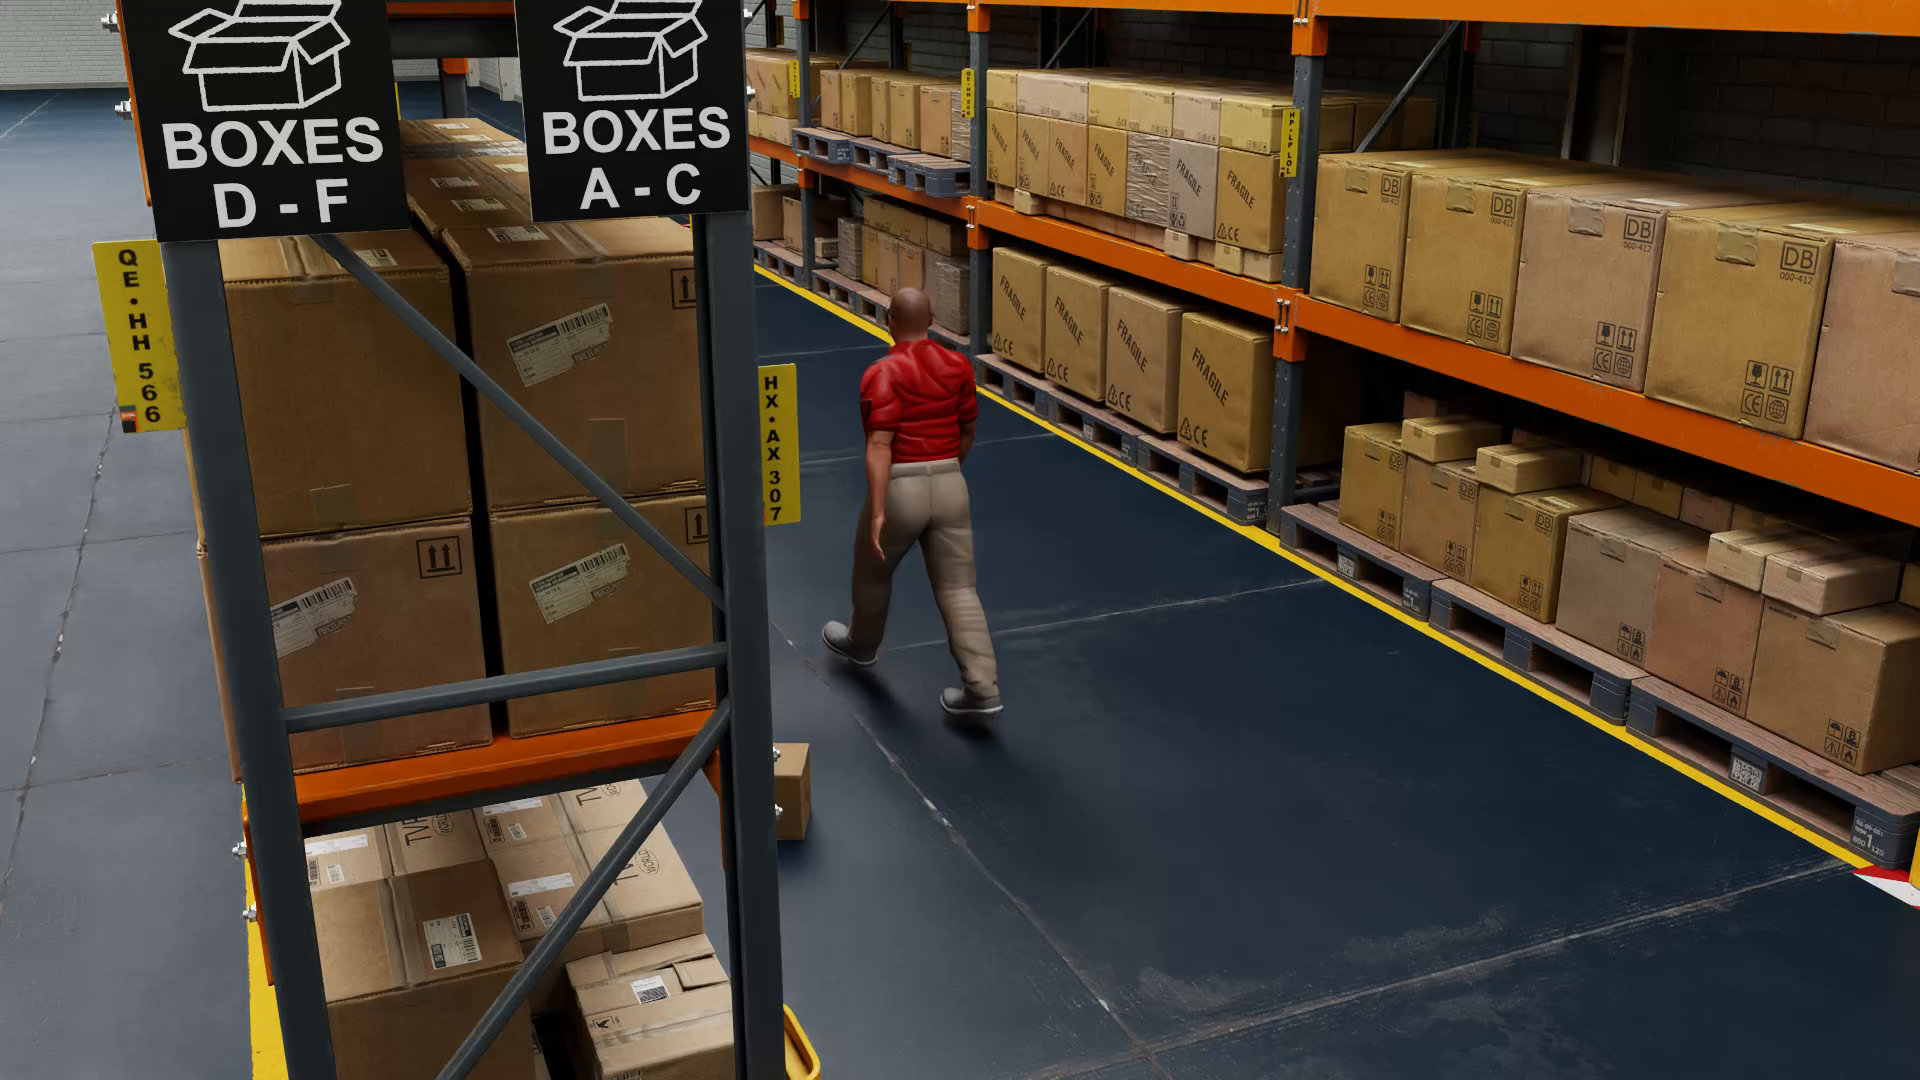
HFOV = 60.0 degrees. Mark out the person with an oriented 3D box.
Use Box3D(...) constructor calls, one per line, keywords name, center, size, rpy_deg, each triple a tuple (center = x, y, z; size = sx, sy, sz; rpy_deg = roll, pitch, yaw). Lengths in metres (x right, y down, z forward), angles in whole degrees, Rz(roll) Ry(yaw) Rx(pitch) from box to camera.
Box3D(name="person", center=(-0.181, -0.184, 6.643), size=(0.576, 1.651, 1.113), rpy_deg=(-8, 20, -23))
